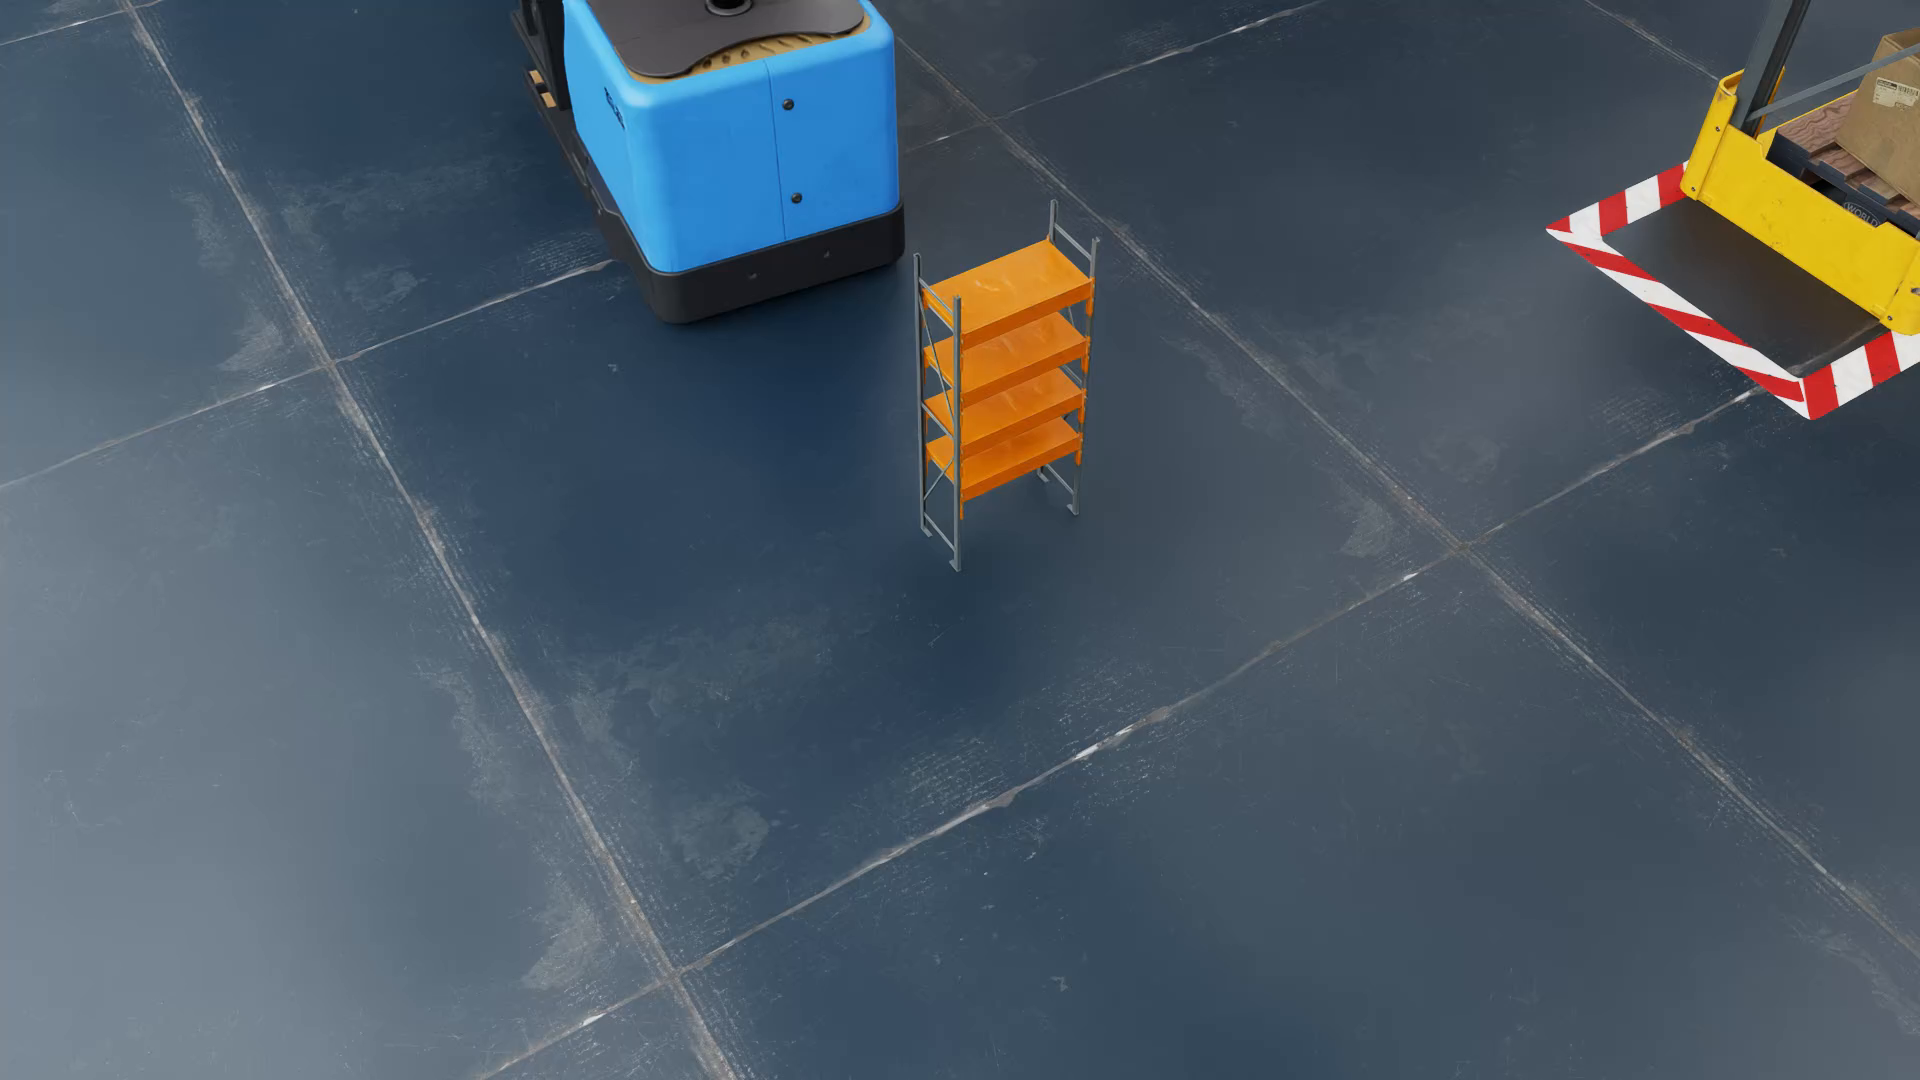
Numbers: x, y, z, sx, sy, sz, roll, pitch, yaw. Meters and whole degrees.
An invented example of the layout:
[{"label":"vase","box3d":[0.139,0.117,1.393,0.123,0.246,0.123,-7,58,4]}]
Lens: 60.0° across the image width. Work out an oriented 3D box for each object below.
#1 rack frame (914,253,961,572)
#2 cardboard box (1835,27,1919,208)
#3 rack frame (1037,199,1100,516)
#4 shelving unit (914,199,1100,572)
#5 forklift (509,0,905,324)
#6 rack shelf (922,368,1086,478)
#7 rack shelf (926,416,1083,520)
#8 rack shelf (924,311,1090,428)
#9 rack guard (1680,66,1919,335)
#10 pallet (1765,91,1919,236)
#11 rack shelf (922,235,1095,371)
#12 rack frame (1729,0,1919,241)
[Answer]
[{"label":"rack frame","box3d":[-0.066,-0.368,5.274,0.015,1.200,0.240,-25,53,-21]},{"label":"cardboard box","box3d":[3.973,-1.727,6.672,0.500,0.500,0.500,-16,50,-14]},{"label":"rack frame","box3d":[0.346,-0.562,5.447,0.015,1.200,0.240,-25,53,-21]},{"label":"shelving unit","box3d":[0.140,-0.465,5.361,0.503,1.200,0.258,-25,53,-21]},{"label":"forklift","box3d":[-1.305,-2.921,6.388,1.130,2.935,3.031,-19,51,-16]},{"label":"rack shelf","box3d":[0.140,-0.420,5.411,0.480,0.148,0.258,-25,53,-21]},{"label":"rack shelf","box3d":[0.140,-0.288,5.559,0.480,0.148,0.258,-25,53,-21]},{"label":"rack shelf","box3d":[0.140,-0.569,5.244,0.480,0.148,0.258,-25,53,-21]},{"label":"rack guard","box3d":[3.501,-1.380,6.644,0.348,0.500,1.175,-25,53,-21]},{"label":"pallet","box3d":[4.206,-1.585,7.020,1.213,0.211,1.003,-25,53,-21]},{"label":"rack shelf","box3d":[0.140,-0.726,5.067,0.480,0.148,0.258,-25,53,-21]},{"label":"rack frame","box3d":[3.436,-2.181,5.683,0.127,3.000,1.000,-25,53,-21]}]
